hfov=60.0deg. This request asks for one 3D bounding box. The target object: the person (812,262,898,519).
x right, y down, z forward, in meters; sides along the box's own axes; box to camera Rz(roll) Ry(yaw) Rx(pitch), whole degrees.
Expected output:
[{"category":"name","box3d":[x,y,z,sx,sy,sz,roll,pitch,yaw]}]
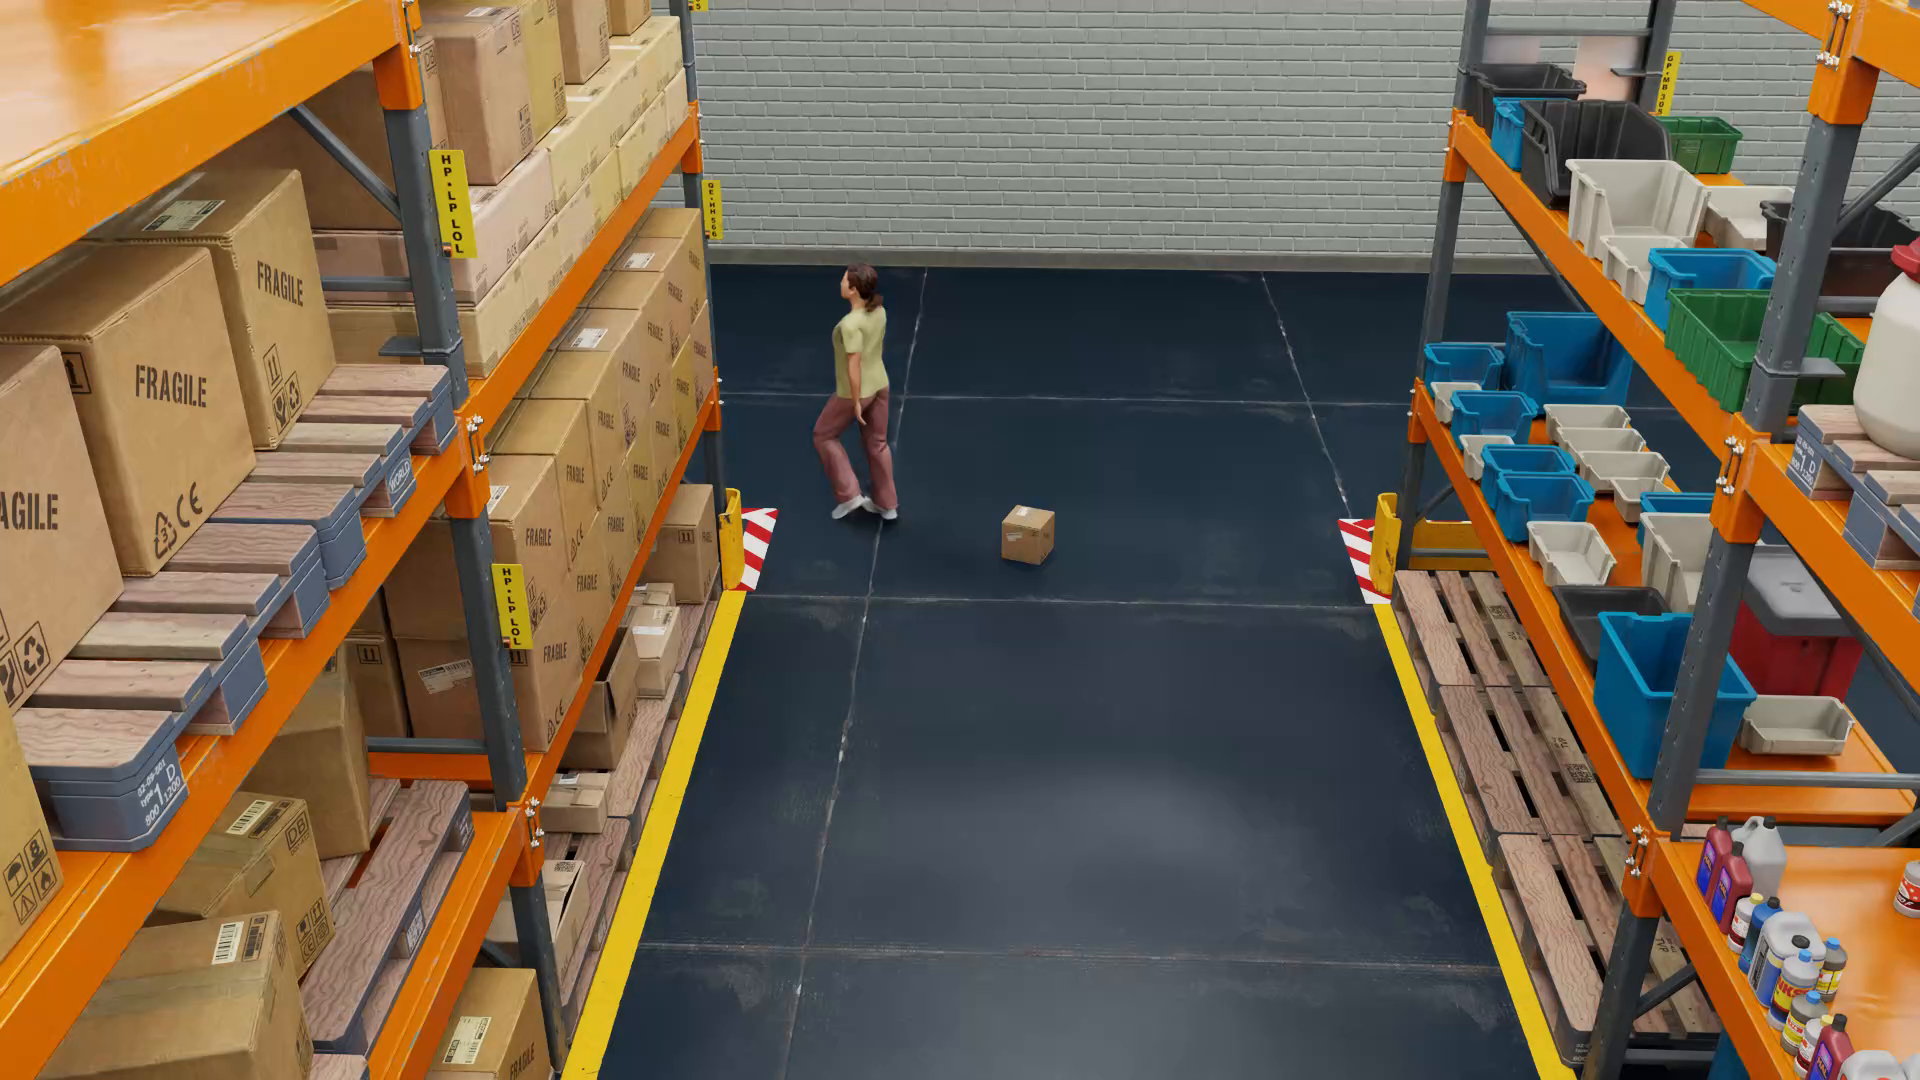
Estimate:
[{"category":"person","box3d":[-0.626,-0.898,10.292,0.502,1.689,0.454,19,34,32]}]
